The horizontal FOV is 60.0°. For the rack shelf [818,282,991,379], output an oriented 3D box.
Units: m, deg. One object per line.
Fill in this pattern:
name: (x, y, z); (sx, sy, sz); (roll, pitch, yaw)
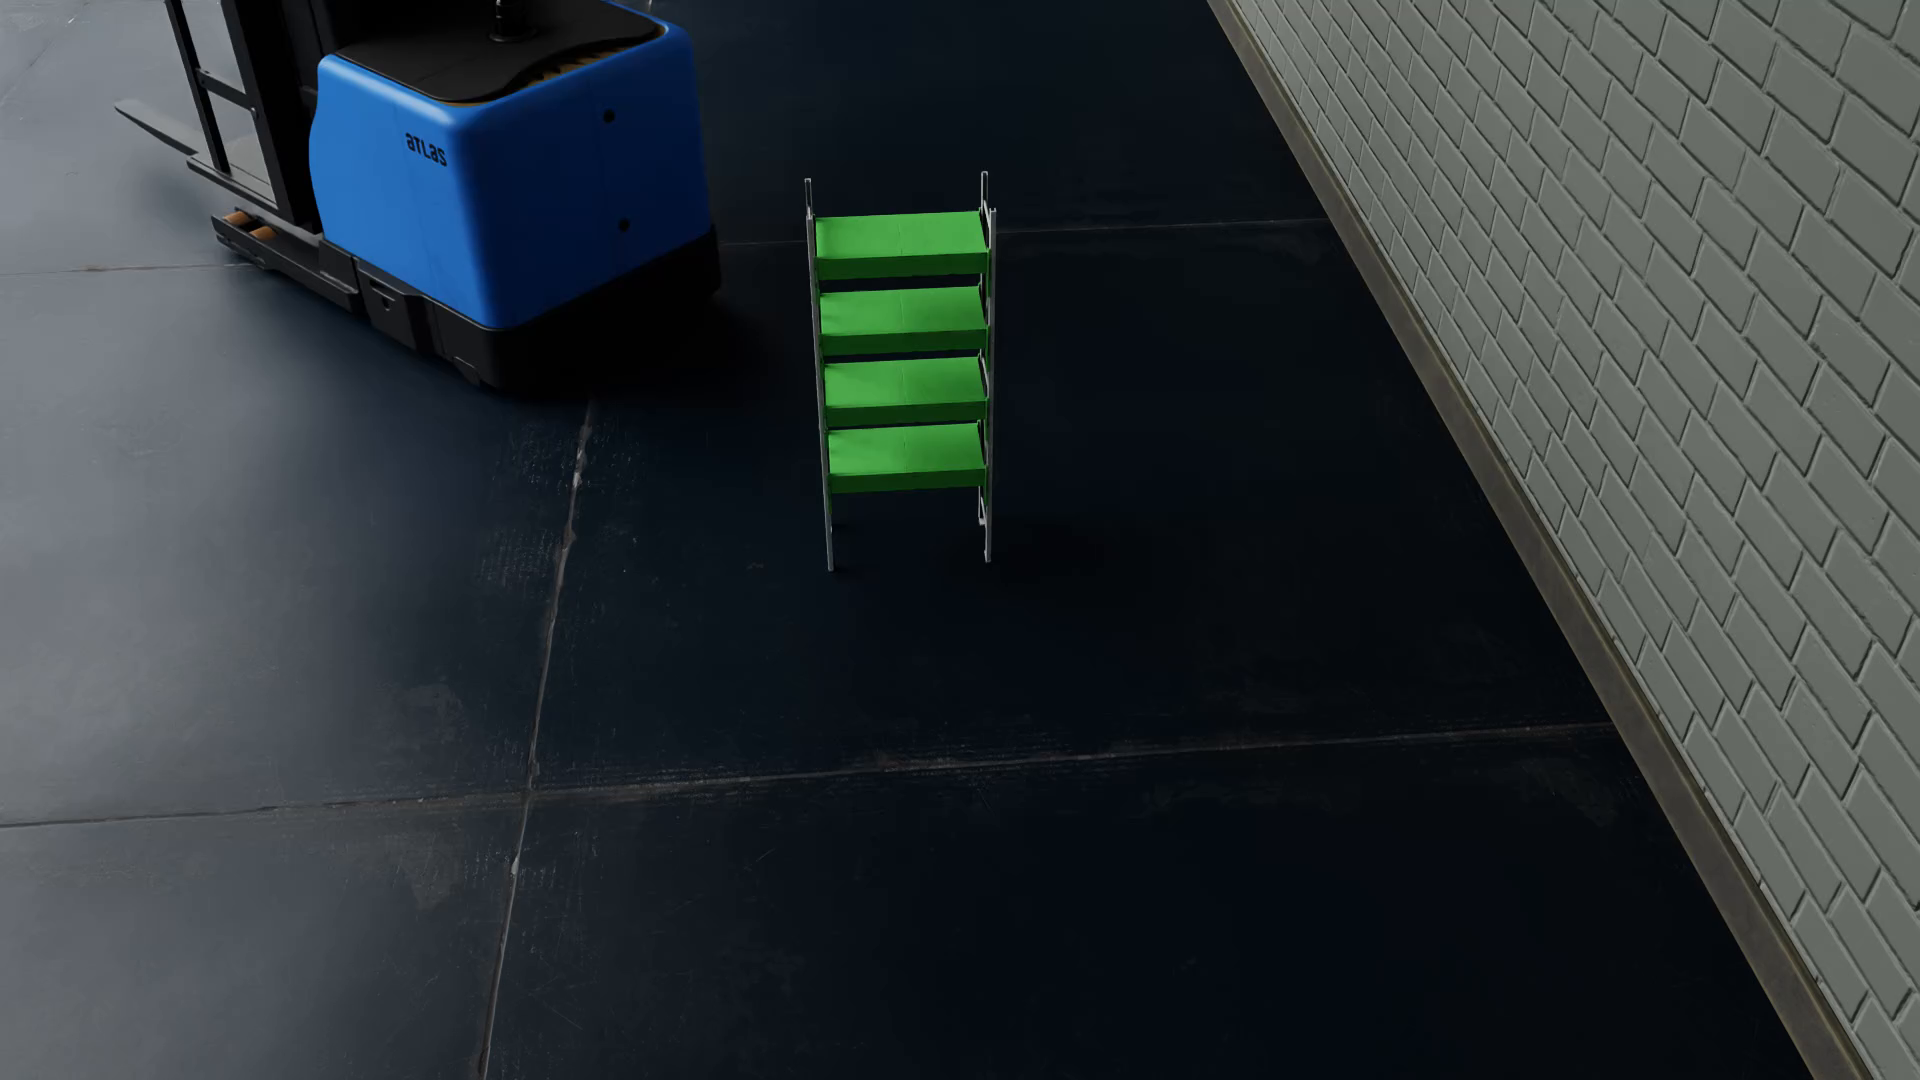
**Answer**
rack shelf: (-0.165, -0.600, 4.758); (0.480, 0.148, 0.258); (-3, 38, -4)

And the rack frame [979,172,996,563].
rack frame: (0.078, -0.475, 4.884); (0.015, 1.200, 0.240); (-3, 38, -4)

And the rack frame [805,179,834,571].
rack frame: (-0.408, -0.449, 4.850); (0.015, 1.200, 0.240); (-3, 38, -4)

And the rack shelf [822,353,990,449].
rack shelf: (-0.165, -0.412, 4.906); (0.480, 0.148, 0.258); (-3, 38, -4)

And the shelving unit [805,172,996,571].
shelving unit: (-0.165, -0.462, 4.867); (0.503, 1.200, 0.258); (-3, 38, -4)

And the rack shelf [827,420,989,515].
rack shelf: (-0.165, -0.223, 5.055); (0.480, 0.148, 0.258); (-3, 38, -4)

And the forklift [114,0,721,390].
forklift: (-2.363, -2.446, 5.984); (3.031, 2.935, 1.130); (28, 46, 31)

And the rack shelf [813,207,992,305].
rack shelf: (-0.165, -0.789, 4.609); (0.480, 0.148, 0.258); (-3, 38, -4)
